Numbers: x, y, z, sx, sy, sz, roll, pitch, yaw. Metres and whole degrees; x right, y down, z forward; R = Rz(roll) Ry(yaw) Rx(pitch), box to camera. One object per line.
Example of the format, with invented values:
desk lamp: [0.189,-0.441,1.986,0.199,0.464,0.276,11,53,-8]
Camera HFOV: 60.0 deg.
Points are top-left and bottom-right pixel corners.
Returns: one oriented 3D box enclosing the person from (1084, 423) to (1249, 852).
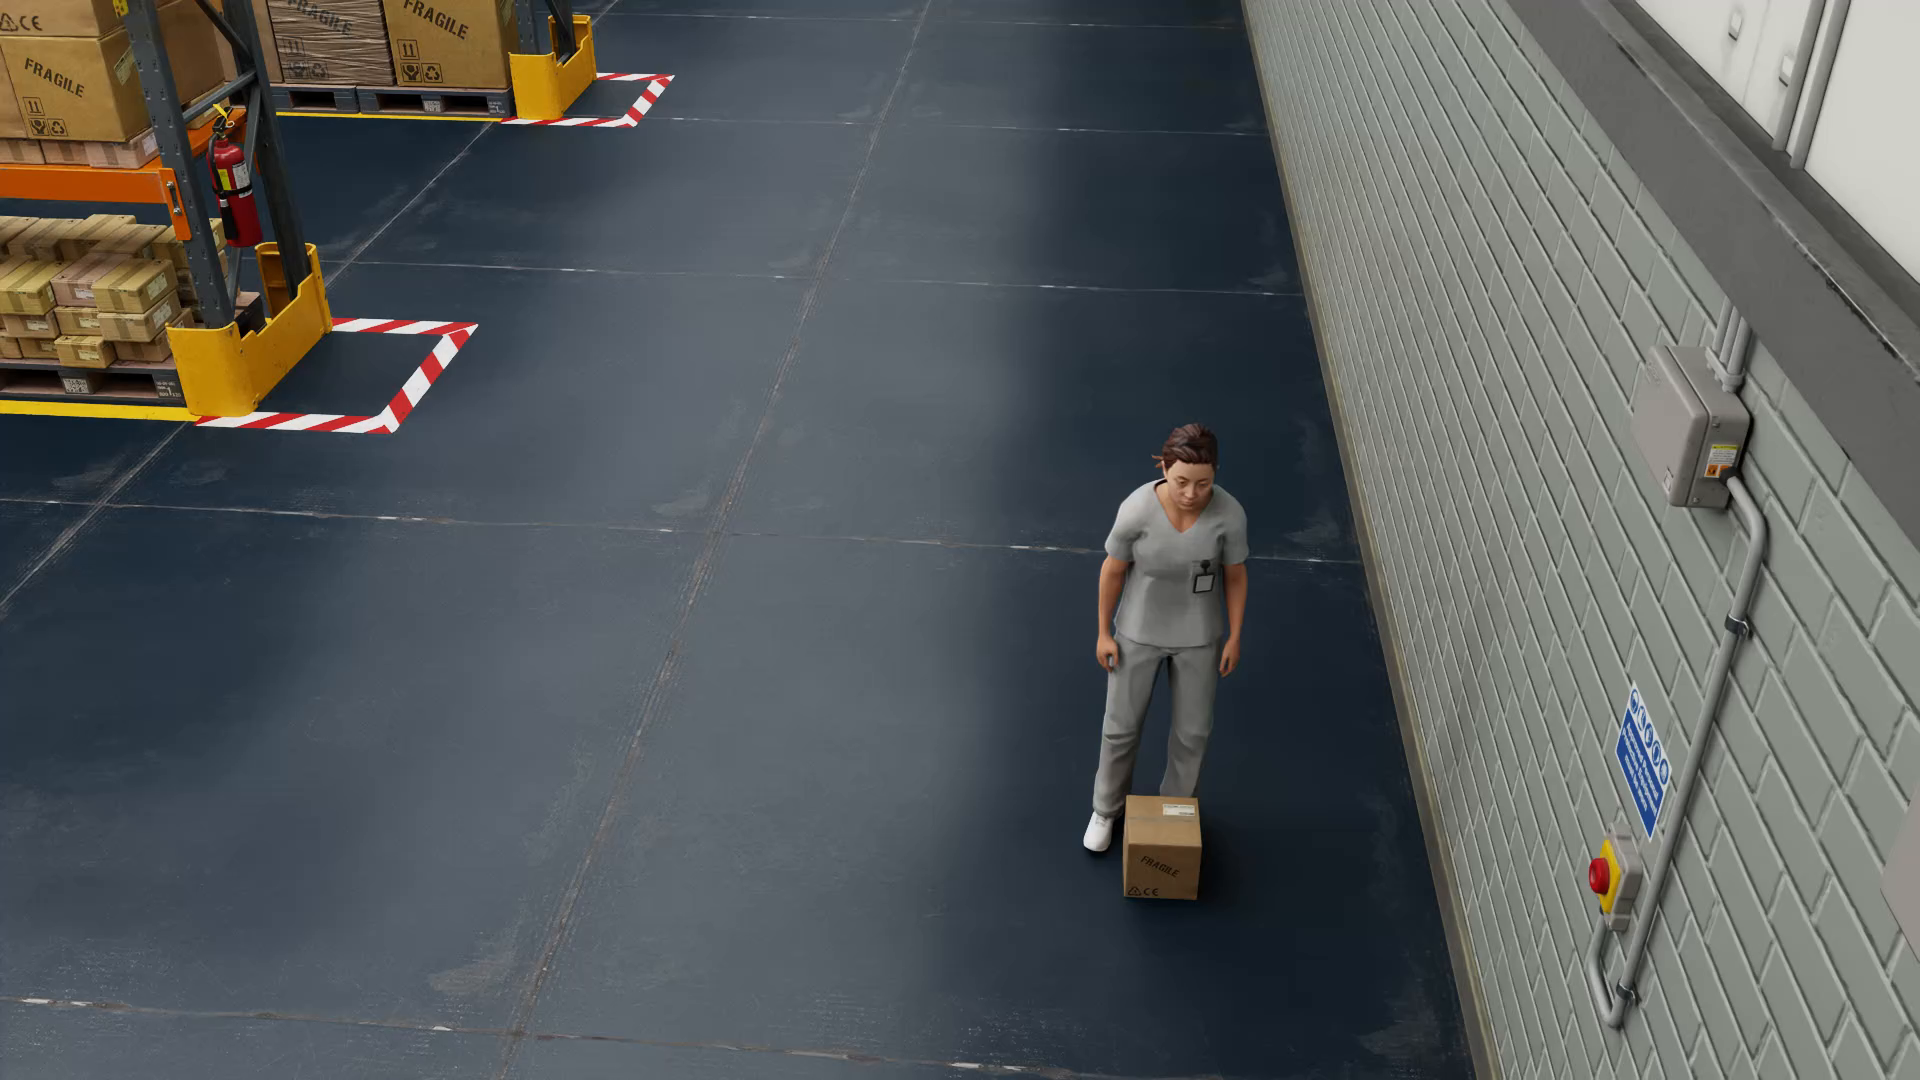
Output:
person: [0.701,0.333,5.606,0.502,1.672,0.353,2,32,3]
